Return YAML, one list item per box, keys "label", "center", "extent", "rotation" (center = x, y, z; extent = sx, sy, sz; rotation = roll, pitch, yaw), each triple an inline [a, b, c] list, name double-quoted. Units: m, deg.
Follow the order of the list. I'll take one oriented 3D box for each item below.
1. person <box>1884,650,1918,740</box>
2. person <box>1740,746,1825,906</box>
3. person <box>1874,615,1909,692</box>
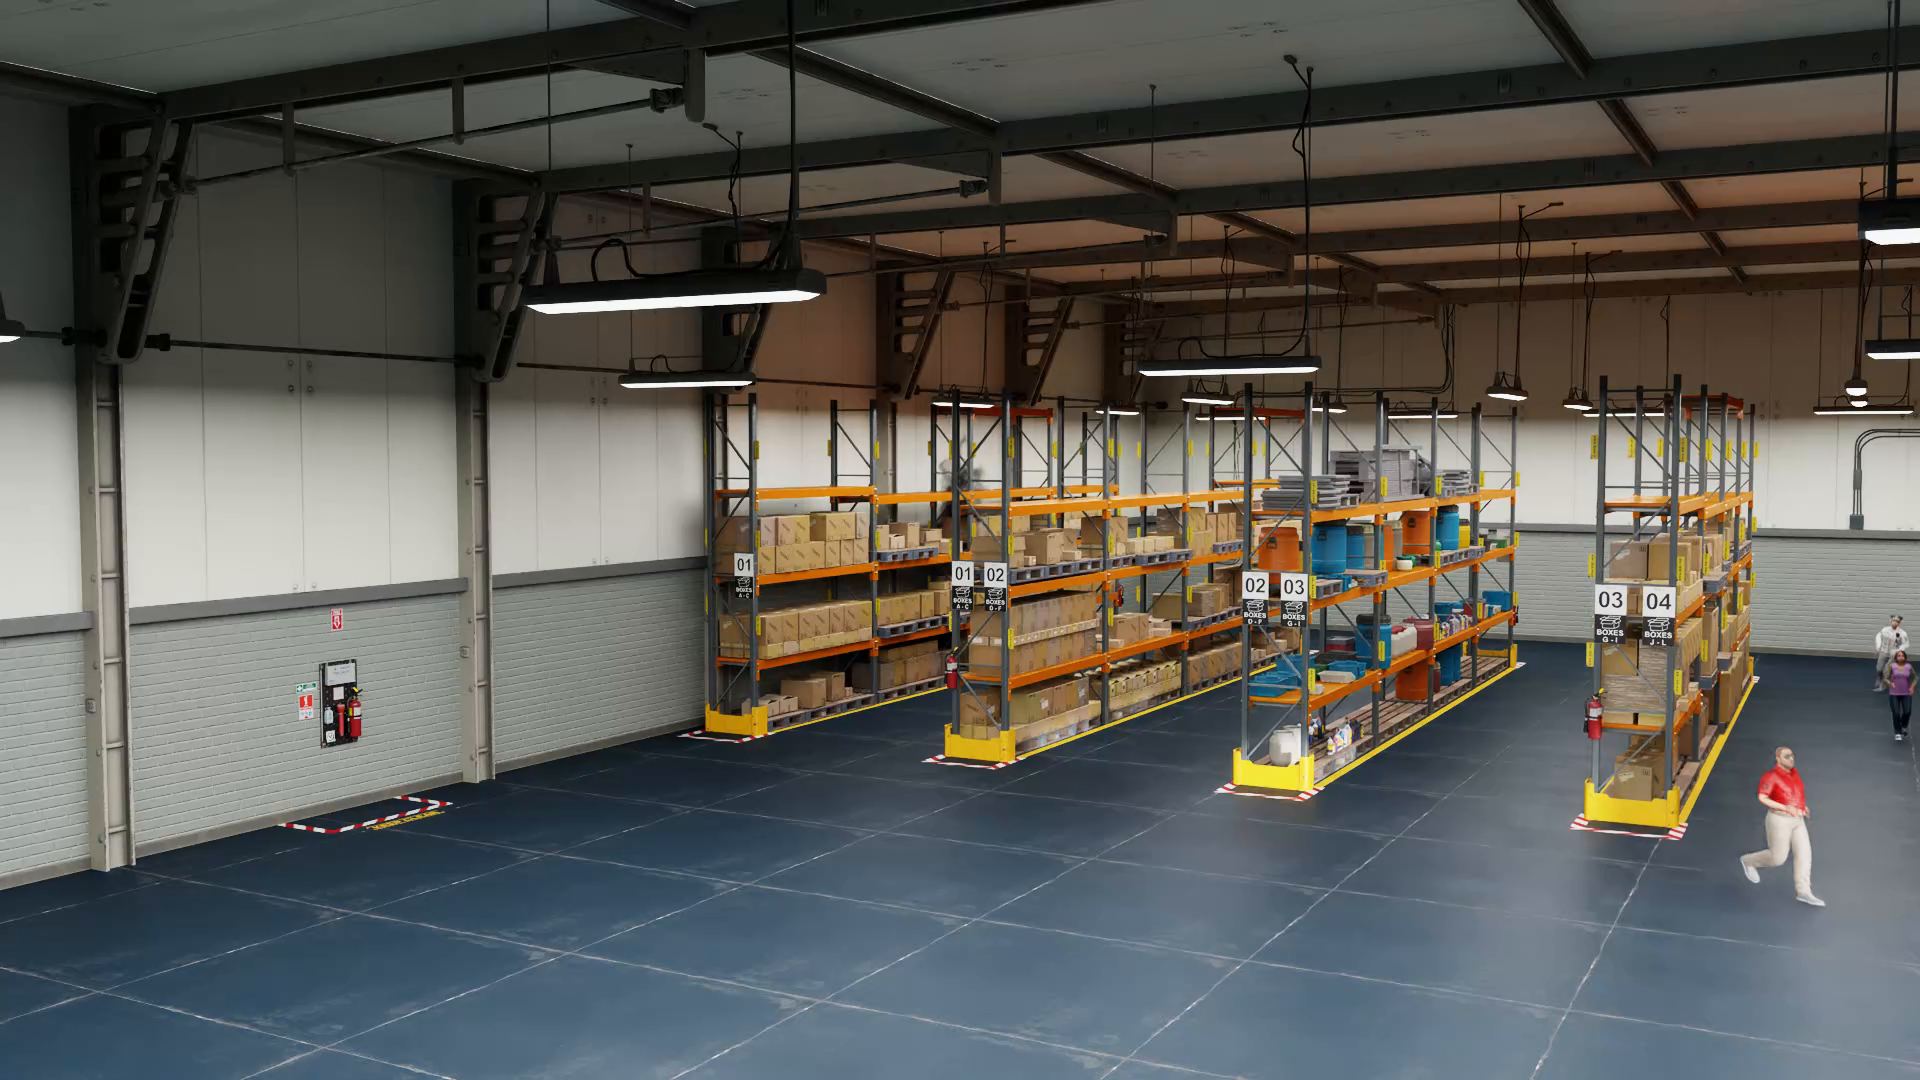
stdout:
- label: "person"
  center: [16.168, 2.673, 28.575]
  extent: [0.526, 1.556, 0.528]
  rotation: [2, 3, 26]
- label: "person"
  center: [9.205, 3.146, 18.525]
  extent: [0.678, 1.693, 0.992]
  rotation: [-1, 3, -22]
- label: "person"
  center: [19.198, 2.341, 34.278]
  extent: [0.663, 1.631, 0.516]
  rotation: [3, 4, 44]
